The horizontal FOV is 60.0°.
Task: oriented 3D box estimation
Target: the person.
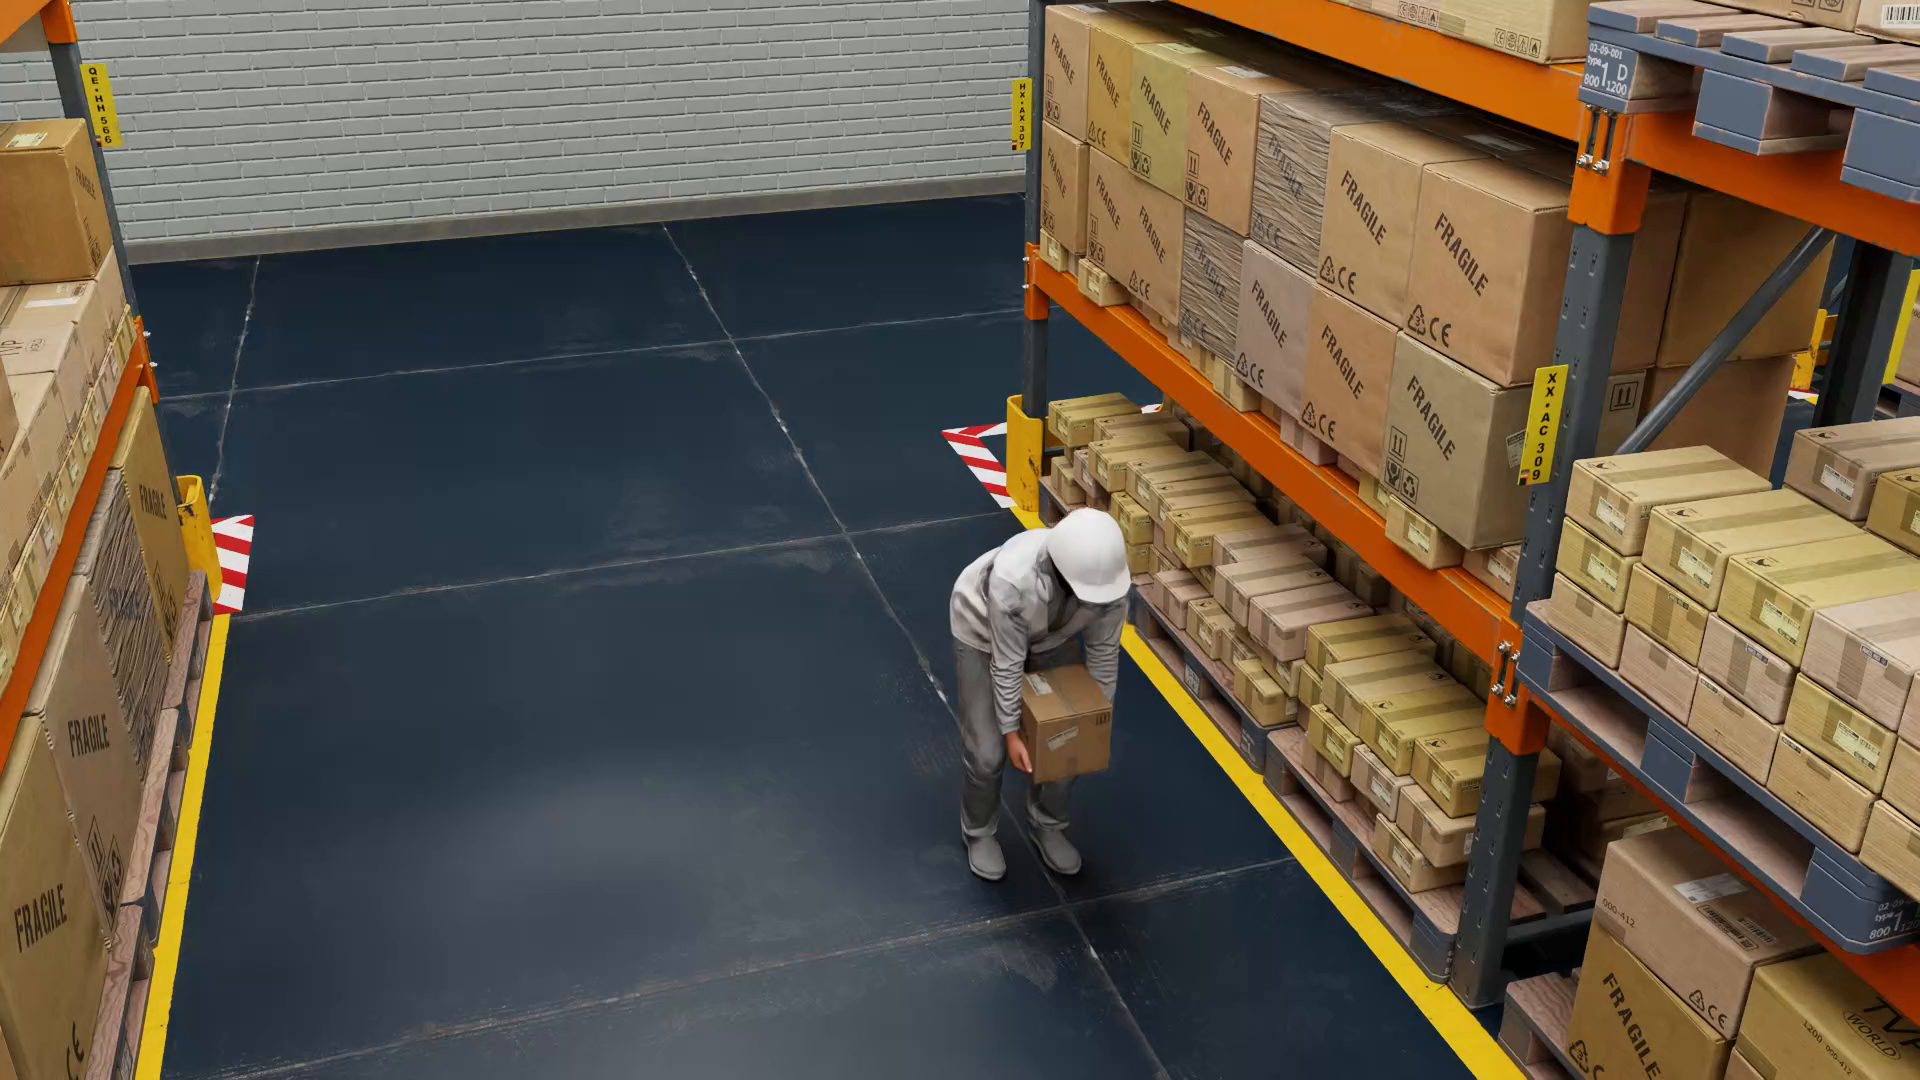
[{"bbox_3d":[0.273,0.481,5.388,0.470,1.527,0.840,-9,28,-17],"label":"person"}]
